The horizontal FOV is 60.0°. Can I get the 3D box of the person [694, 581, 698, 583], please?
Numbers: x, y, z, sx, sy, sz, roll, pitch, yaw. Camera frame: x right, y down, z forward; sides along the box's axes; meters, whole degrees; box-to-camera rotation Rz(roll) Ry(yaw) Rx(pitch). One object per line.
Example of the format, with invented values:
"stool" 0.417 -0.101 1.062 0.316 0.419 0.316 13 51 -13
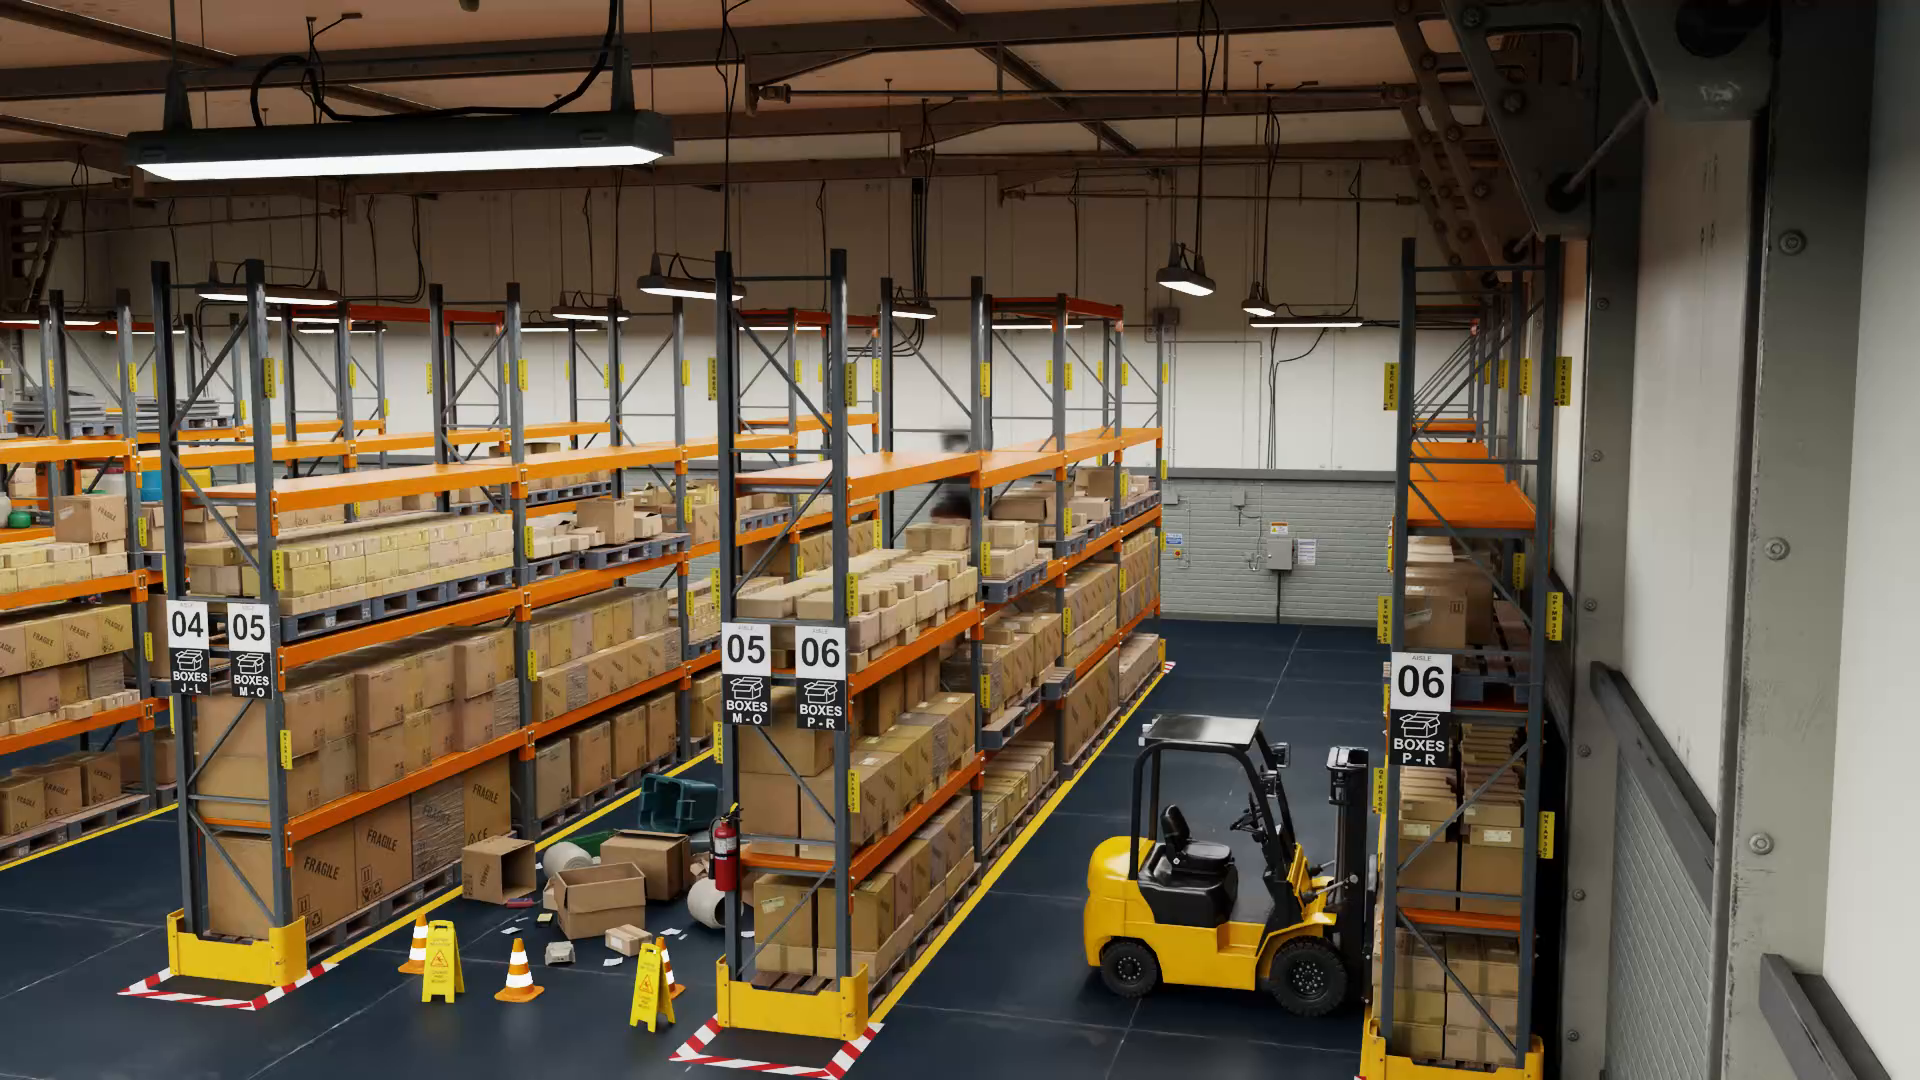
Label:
"person" -4.198 1.451 27.535 0.736 1.603 0.911 2 6 18
